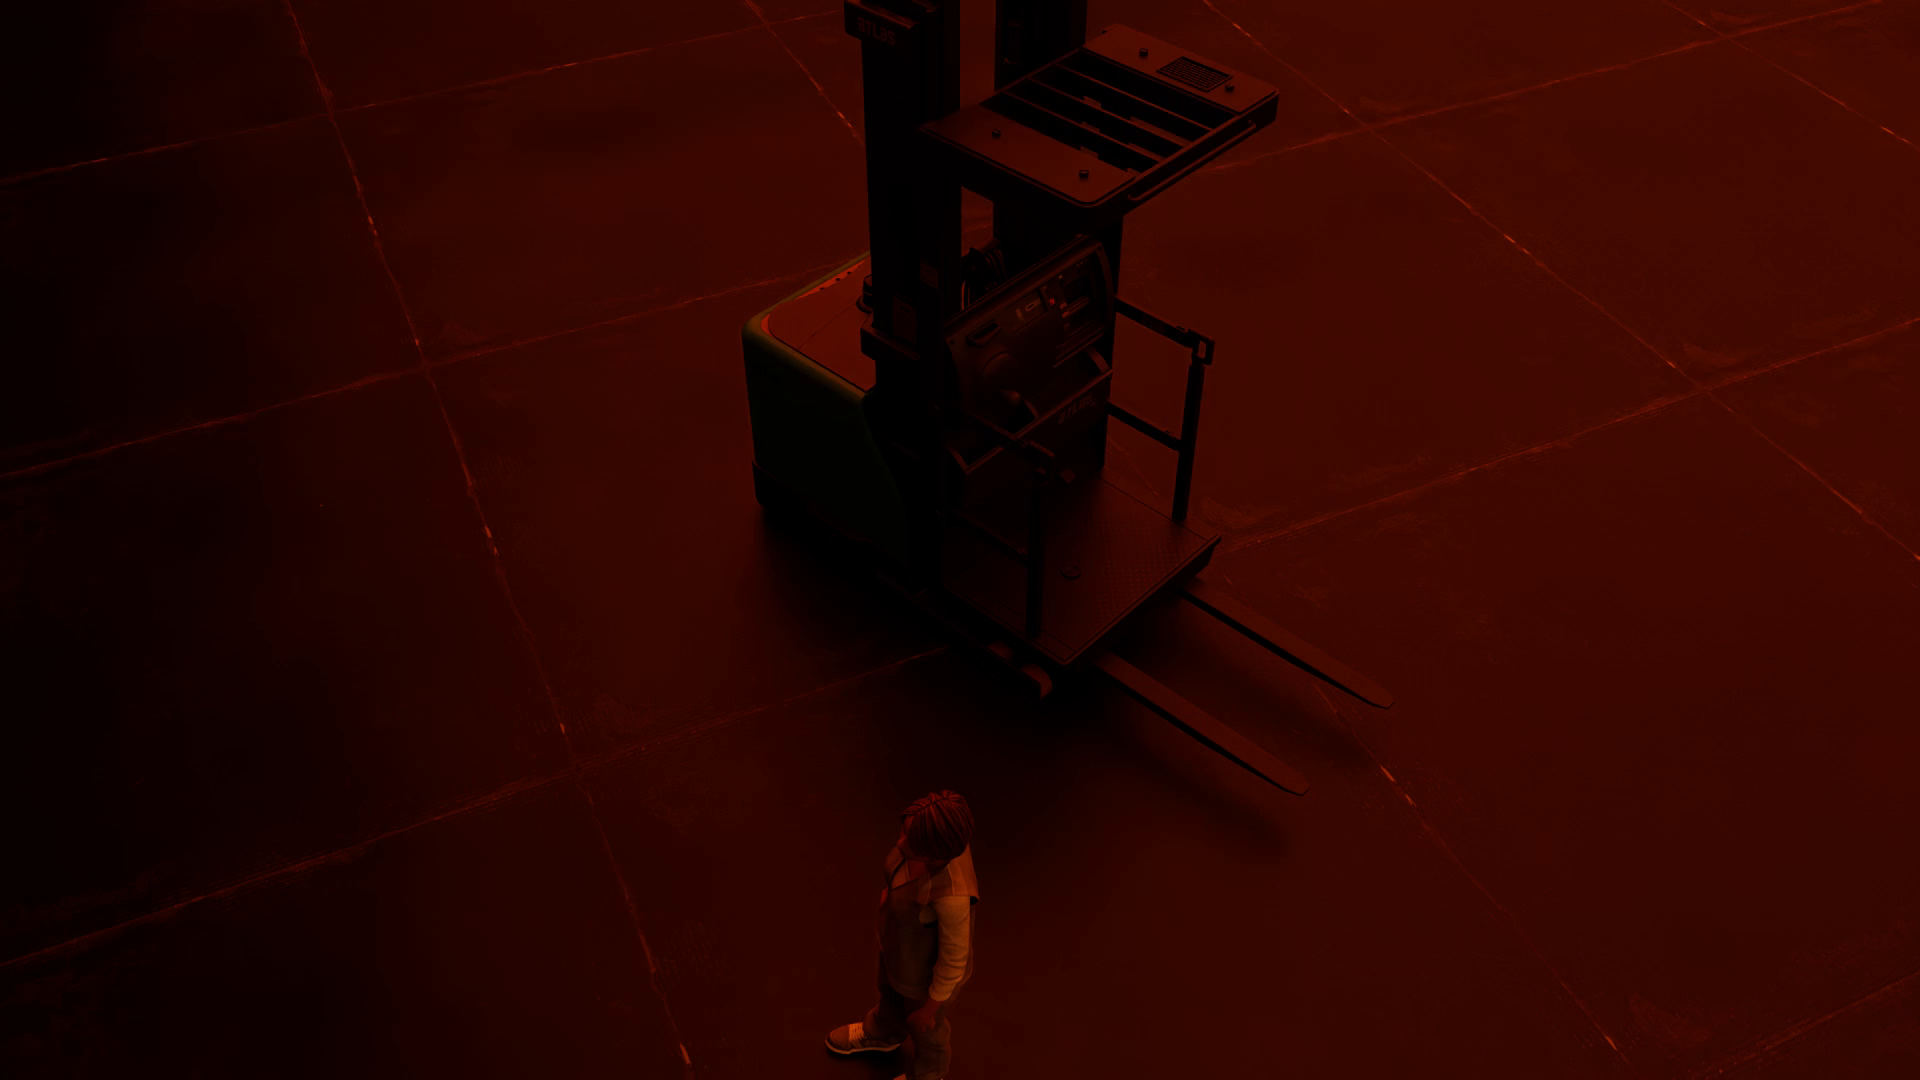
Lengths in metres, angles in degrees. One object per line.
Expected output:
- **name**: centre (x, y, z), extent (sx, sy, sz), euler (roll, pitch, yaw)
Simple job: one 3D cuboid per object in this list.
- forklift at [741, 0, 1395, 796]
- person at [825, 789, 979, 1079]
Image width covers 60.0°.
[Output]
- **forklift**: centre (0.445, -0.788, 6.525), extent (3.031, 2.935, 1.130), euler (32, 52, 30)
- **person**: centre (-0.193, 1.313, 5.239), extent (0.474, 1.599, 0.518), euler (-10, 44, -10)
